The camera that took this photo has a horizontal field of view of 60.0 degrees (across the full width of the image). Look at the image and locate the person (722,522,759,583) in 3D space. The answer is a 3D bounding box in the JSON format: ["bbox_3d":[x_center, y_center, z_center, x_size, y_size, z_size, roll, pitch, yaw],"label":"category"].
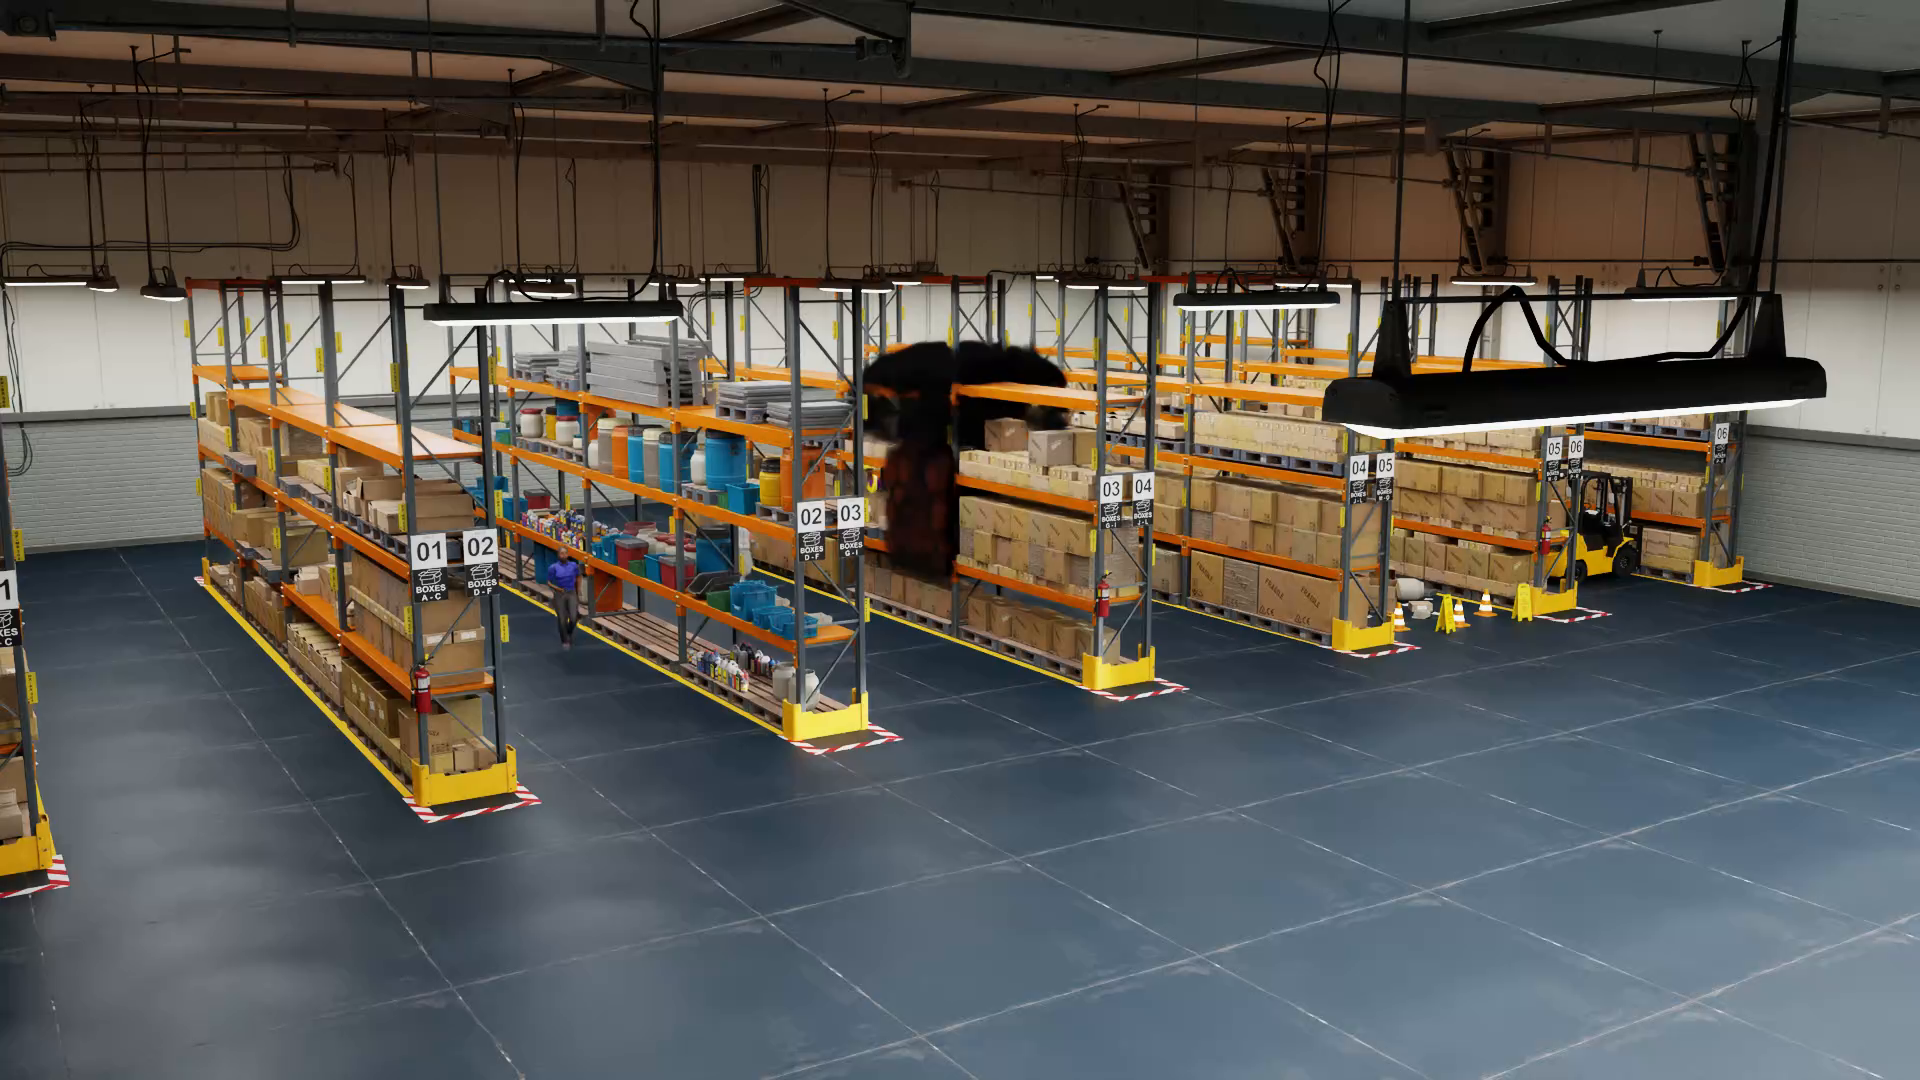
[{"bbox_3d":[-4.020,0.169,30.039,0.655,1.763,0.690,-8,12,-38],"label":"person"}]

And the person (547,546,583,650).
[{"bbox_3d":[-6.147,1.015,26.004,0.569,1.429,0.516,-4,10,-24],"label":"person"}]

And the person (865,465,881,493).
[{"bbox_3d":[-2.067,-0.884,38.094,0.686,1.731,0.616,-5,11,-27],"label":"person"}]

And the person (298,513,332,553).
[{"bbox_3d":[-13.104,-0.172,33.857,0.539,1.750,0.693,5,11,25],"label":"person"}]
